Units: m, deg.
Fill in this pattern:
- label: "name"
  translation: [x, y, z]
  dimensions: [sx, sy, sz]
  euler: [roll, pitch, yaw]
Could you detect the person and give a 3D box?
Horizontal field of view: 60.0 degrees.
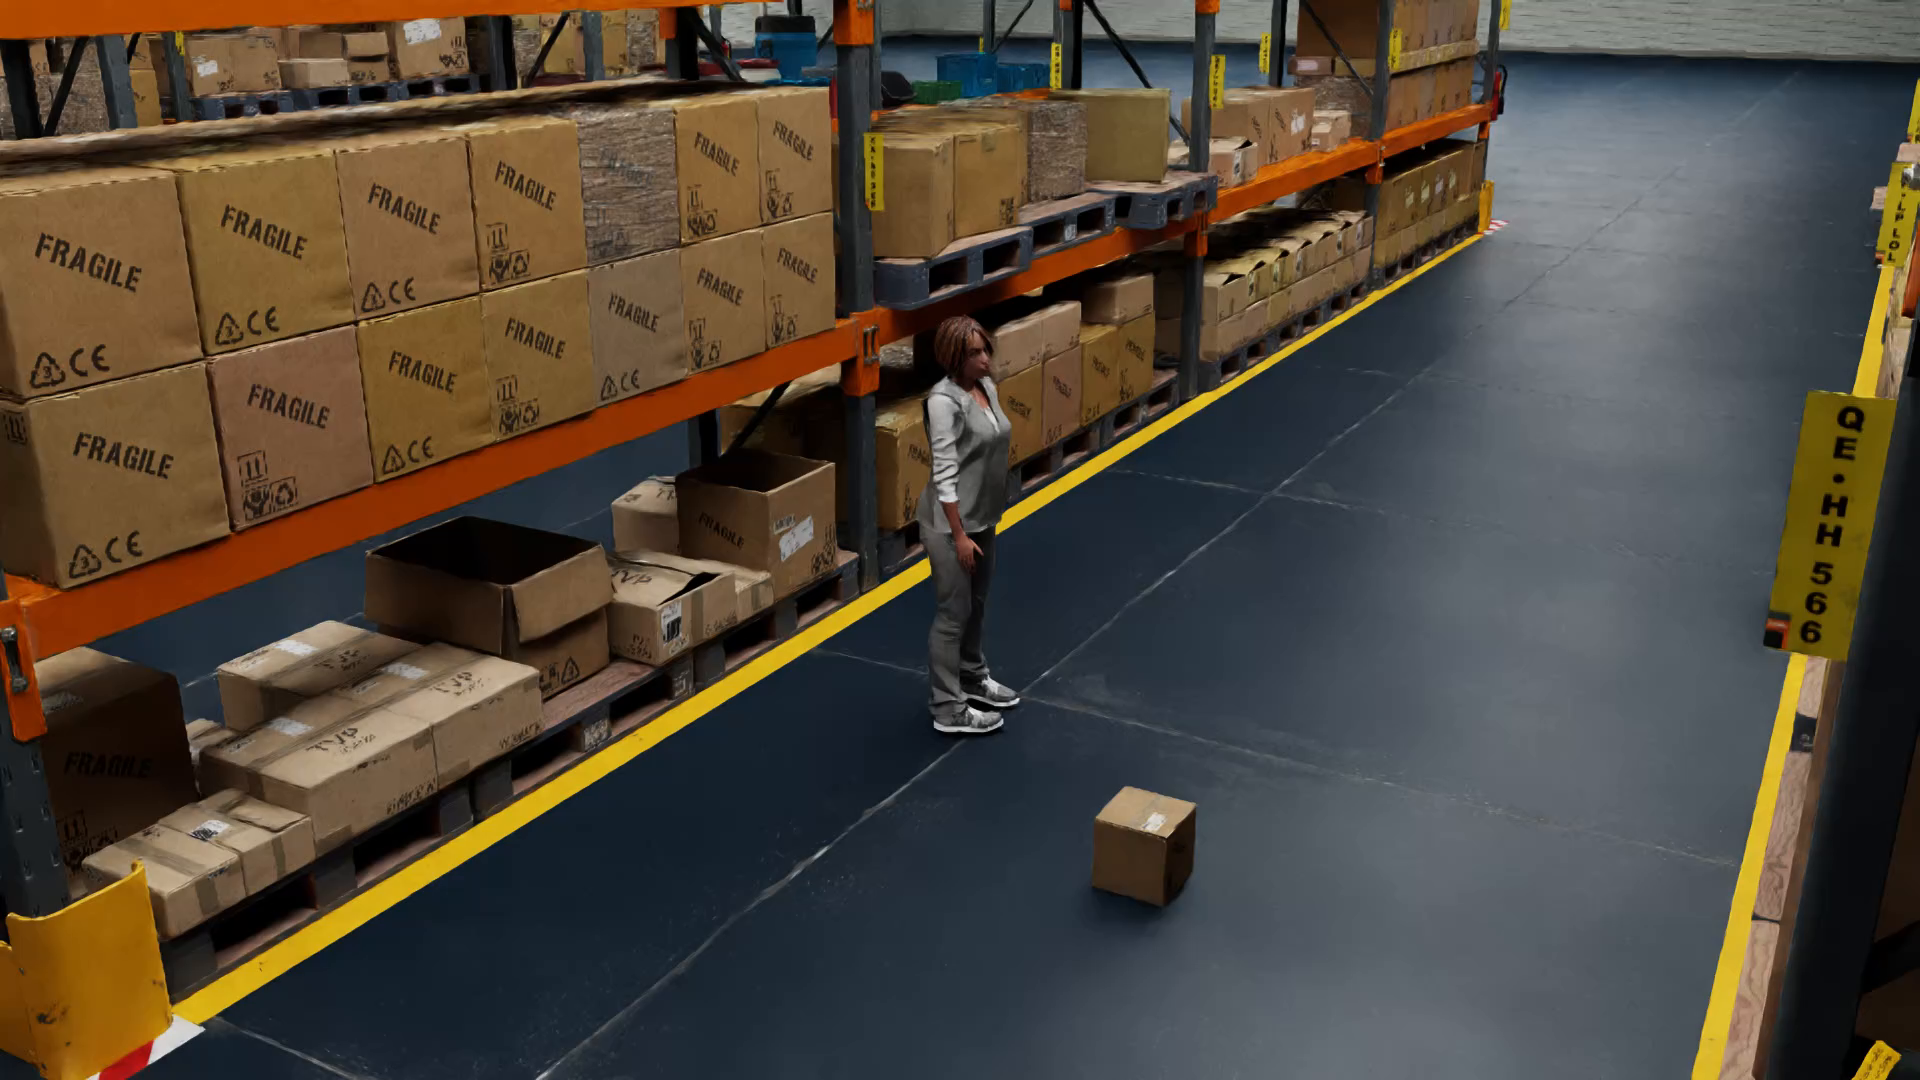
- label: "person"
  translation: [0.031, -0.058, 6.206]
  dimensions: [0.342, 1.600, 0.437]
  euler: [11, 22, 27]
